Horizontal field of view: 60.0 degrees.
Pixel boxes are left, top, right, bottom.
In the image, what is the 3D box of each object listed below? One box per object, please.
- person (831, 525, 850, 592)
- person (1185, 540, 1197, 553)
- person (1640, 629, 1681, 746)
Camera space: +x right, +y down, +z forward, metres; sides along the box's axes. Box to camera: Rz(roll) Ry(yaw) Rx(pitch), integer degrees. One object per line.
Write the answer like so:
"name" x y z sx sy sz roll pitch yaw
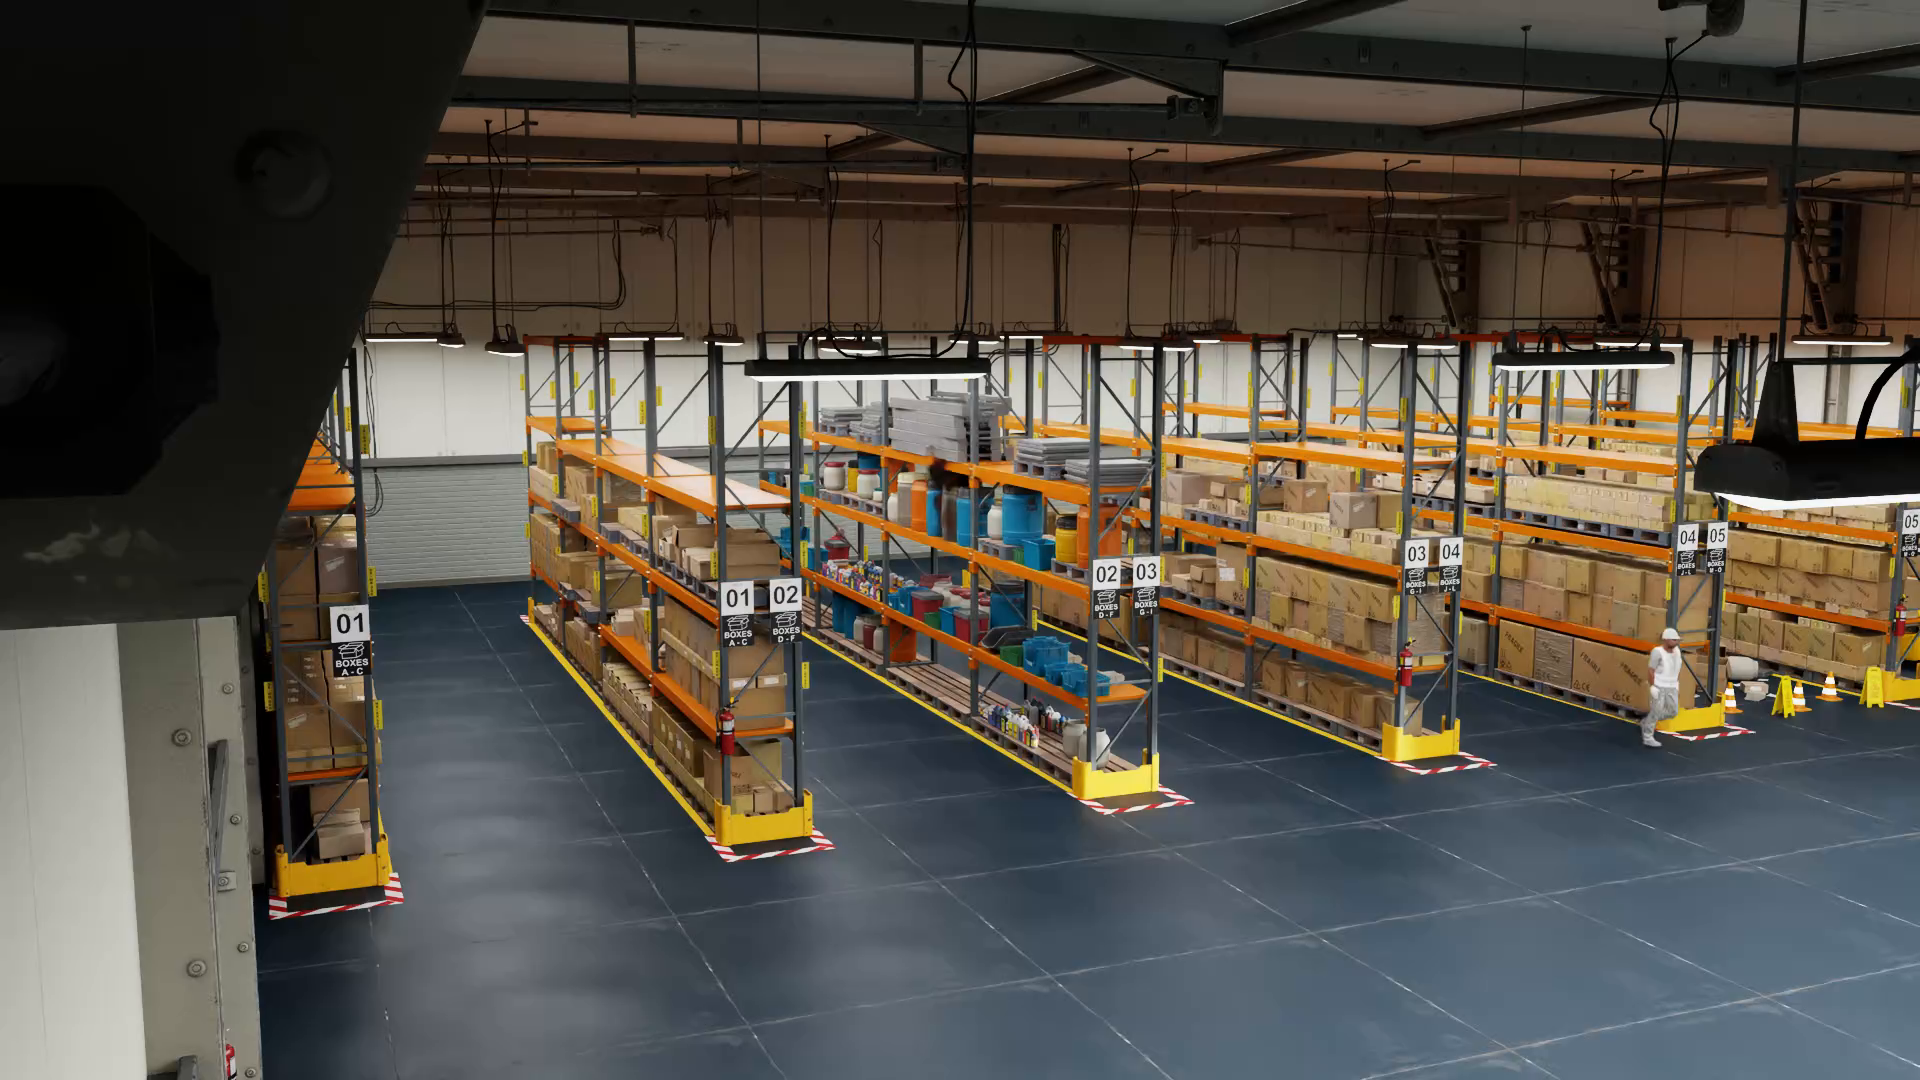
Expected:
"person" -2.844 0.483 37.847 0.617 1.664 0.670 4 8 25
"person" 5.758 0.040 41.835 0.700 1.490 0.527 -4 9 -29
"person" 10.405 2.164 24.710 0.614 1.760 0.566 -4 9 -29
